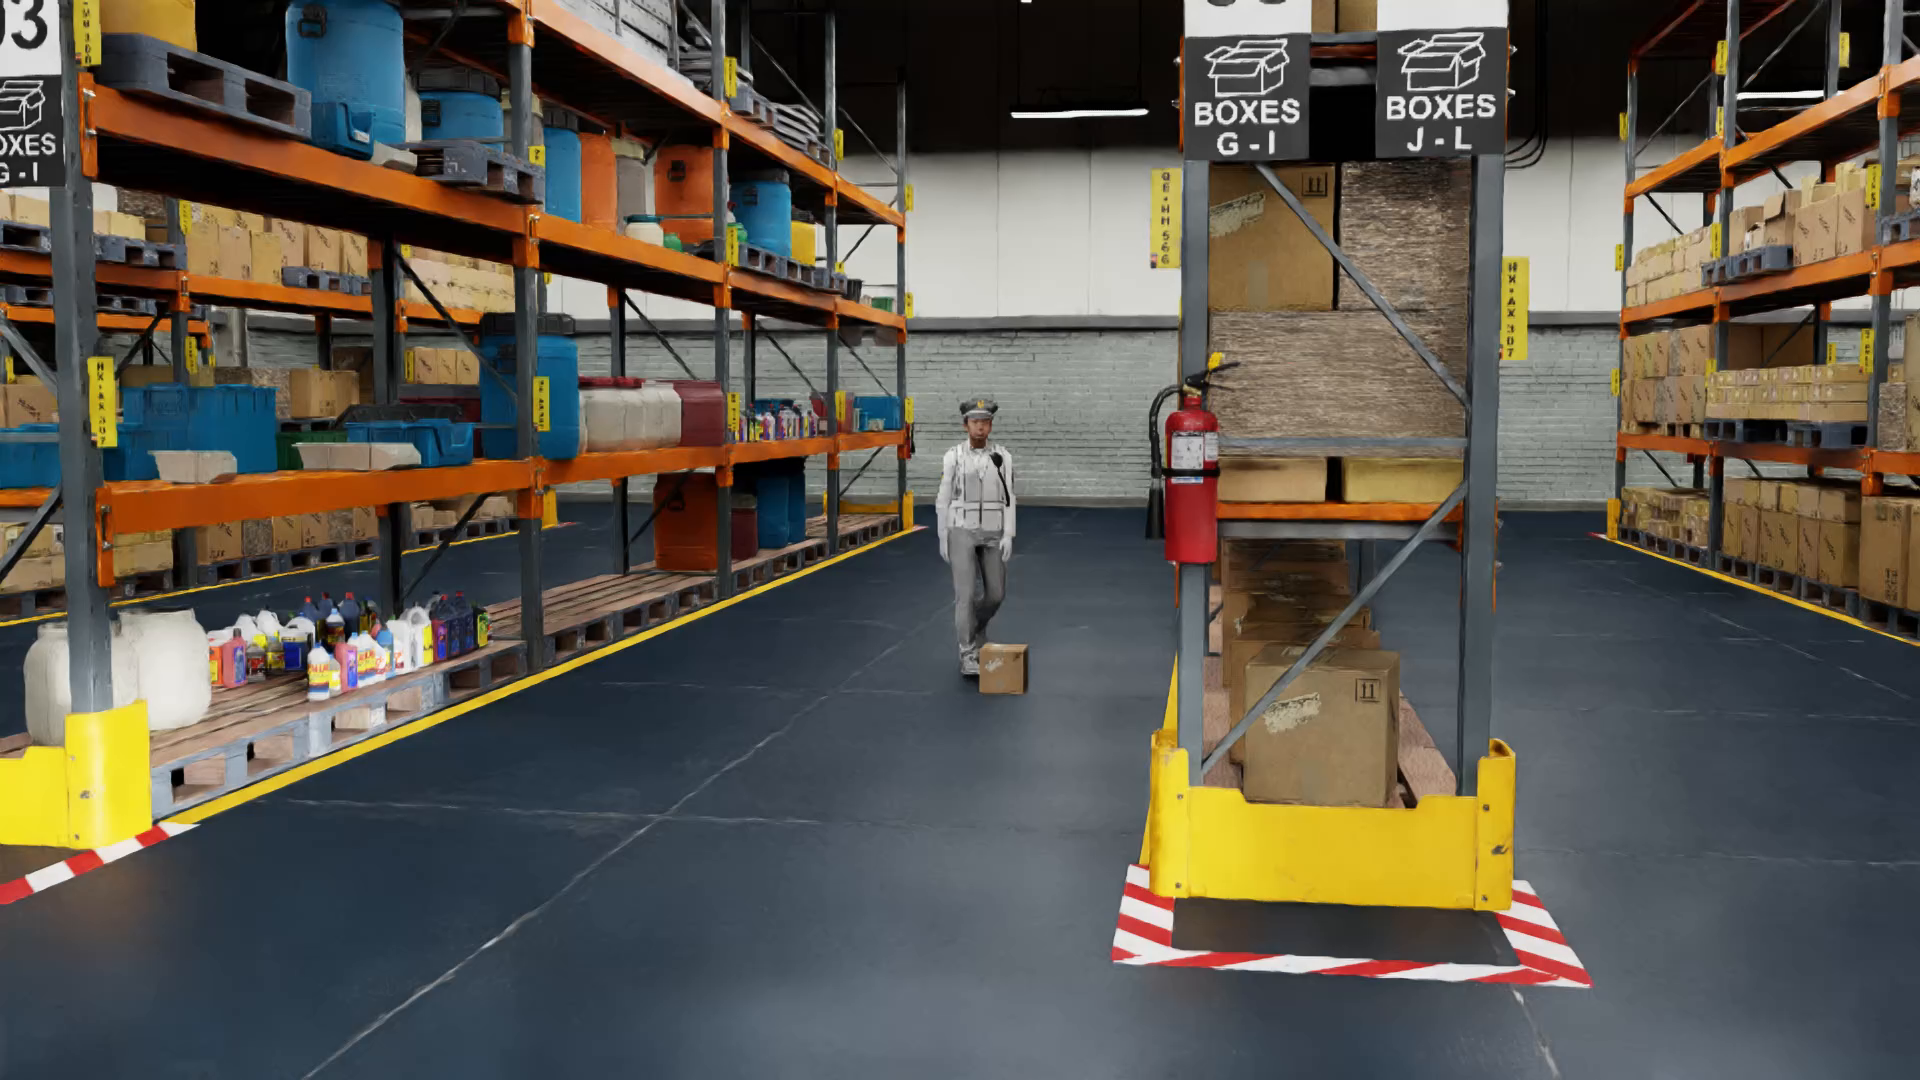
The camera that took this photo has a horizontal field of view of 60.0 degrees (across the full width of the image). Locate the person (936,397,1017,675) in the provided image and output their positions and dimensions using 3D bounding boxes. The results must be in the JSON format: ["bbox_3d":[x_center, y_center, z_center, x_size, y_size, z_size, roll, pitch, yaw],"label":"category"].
[{"bbox_3d":[0.102,-0.040,10.212,0.482,1.665,0.810,-1,5,-12],"label":"person"}]
